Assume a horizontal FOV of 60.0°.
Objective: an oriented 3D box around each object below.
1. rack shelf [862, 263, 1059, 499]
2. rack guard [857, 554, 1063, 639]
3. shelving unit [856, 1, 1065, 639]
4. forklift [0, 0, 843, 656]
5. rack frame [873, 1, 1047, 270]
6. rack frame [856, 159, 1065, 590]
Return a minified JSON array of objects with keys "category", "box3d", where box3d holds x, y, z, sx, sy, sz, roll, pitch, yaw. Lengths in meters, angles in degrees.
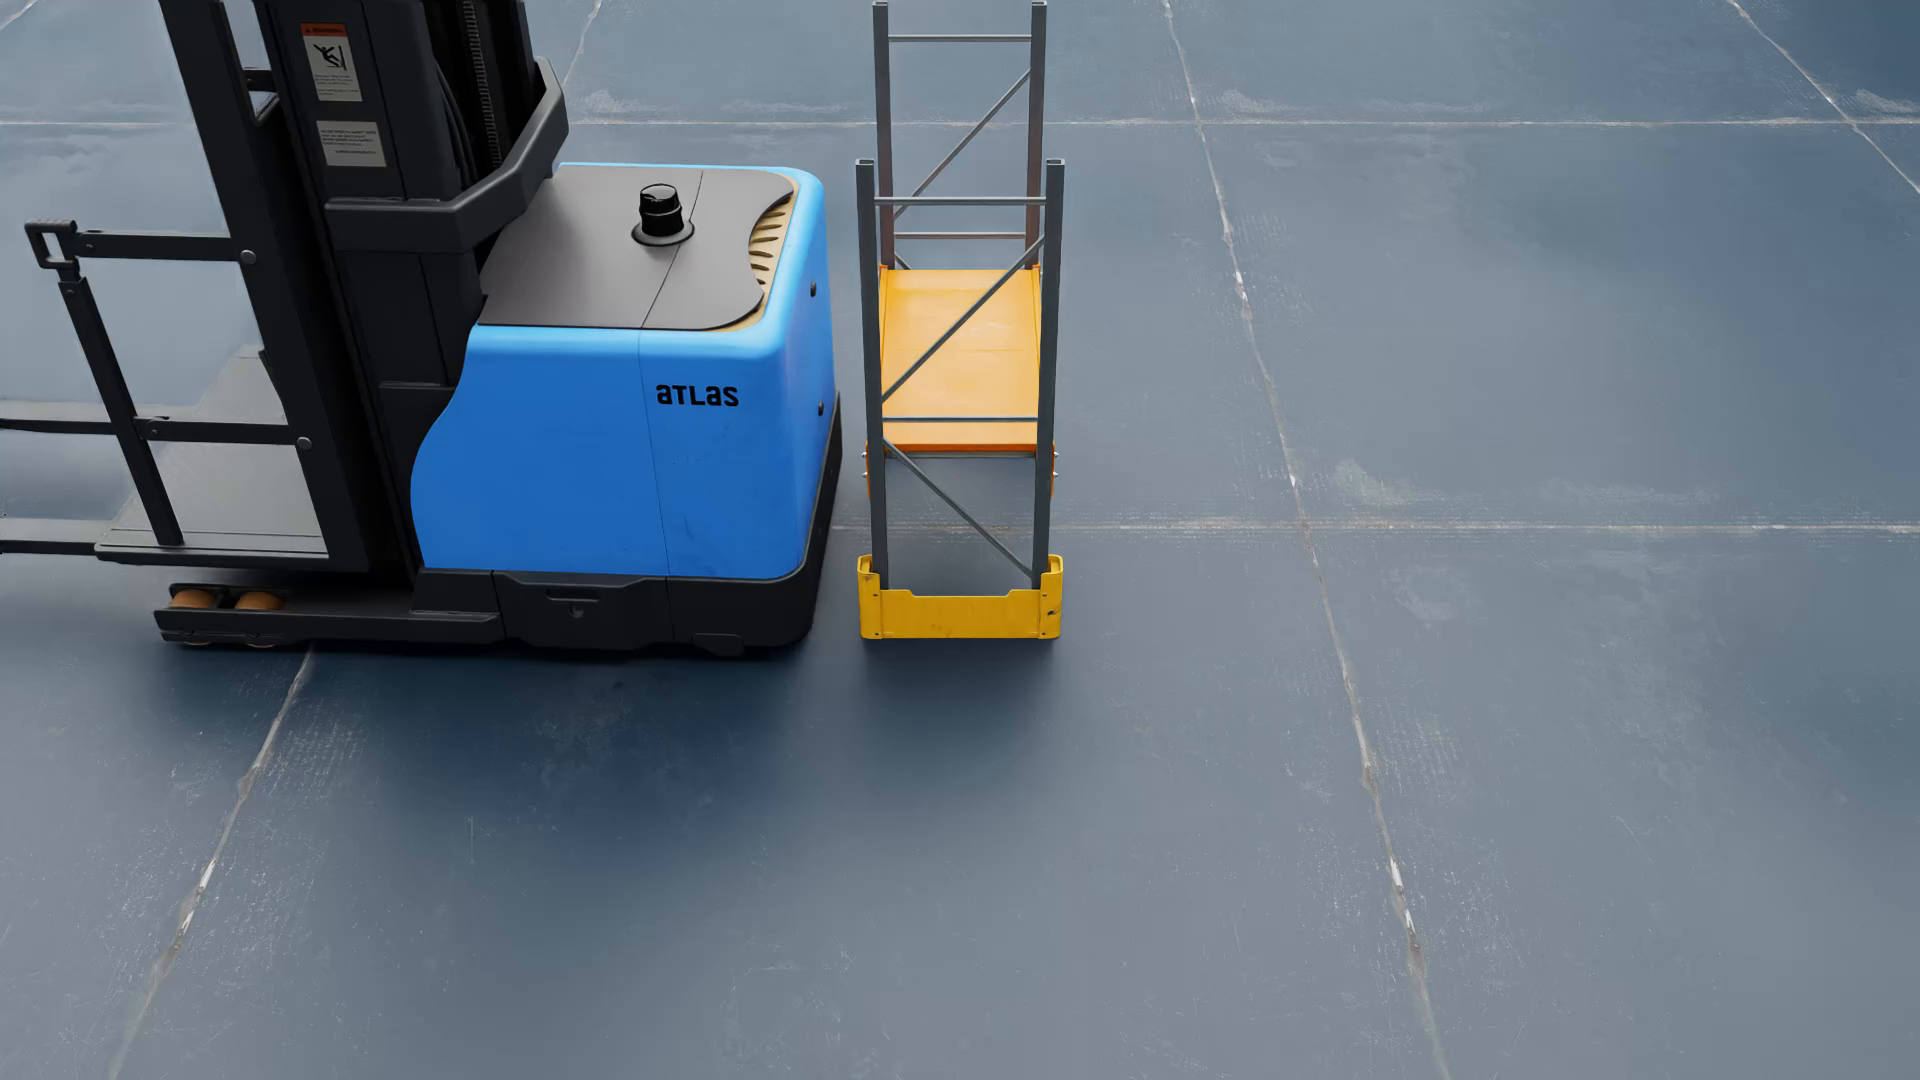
[{"category":"rack shelf","box3d":[0.000,-0.498,4.960,0.538,0.185,1.000,0,39,0]},{"category":"rack guard","box3d":[0.000,0.166,4.843,0.587,0.250,0.087,0,39,0]},{"category":"shelving unit","box3d":[0.000,-0.633,4.840,0.587,1.500,1.083,0,39,0]},{"category":"forklift","box3d":[-1.923,-1.157,4.350,3.031,2.935,1.130,2,39,2]},{"category":"rack frame","box3d":[-0.001,-0.956,5.244,0.500,1.500,0.032,0,39,0]},{"category":"rack frame","box3d":[0.000,-0.321,4.451,0.500,1.500,0.032,0,39,0]}]
